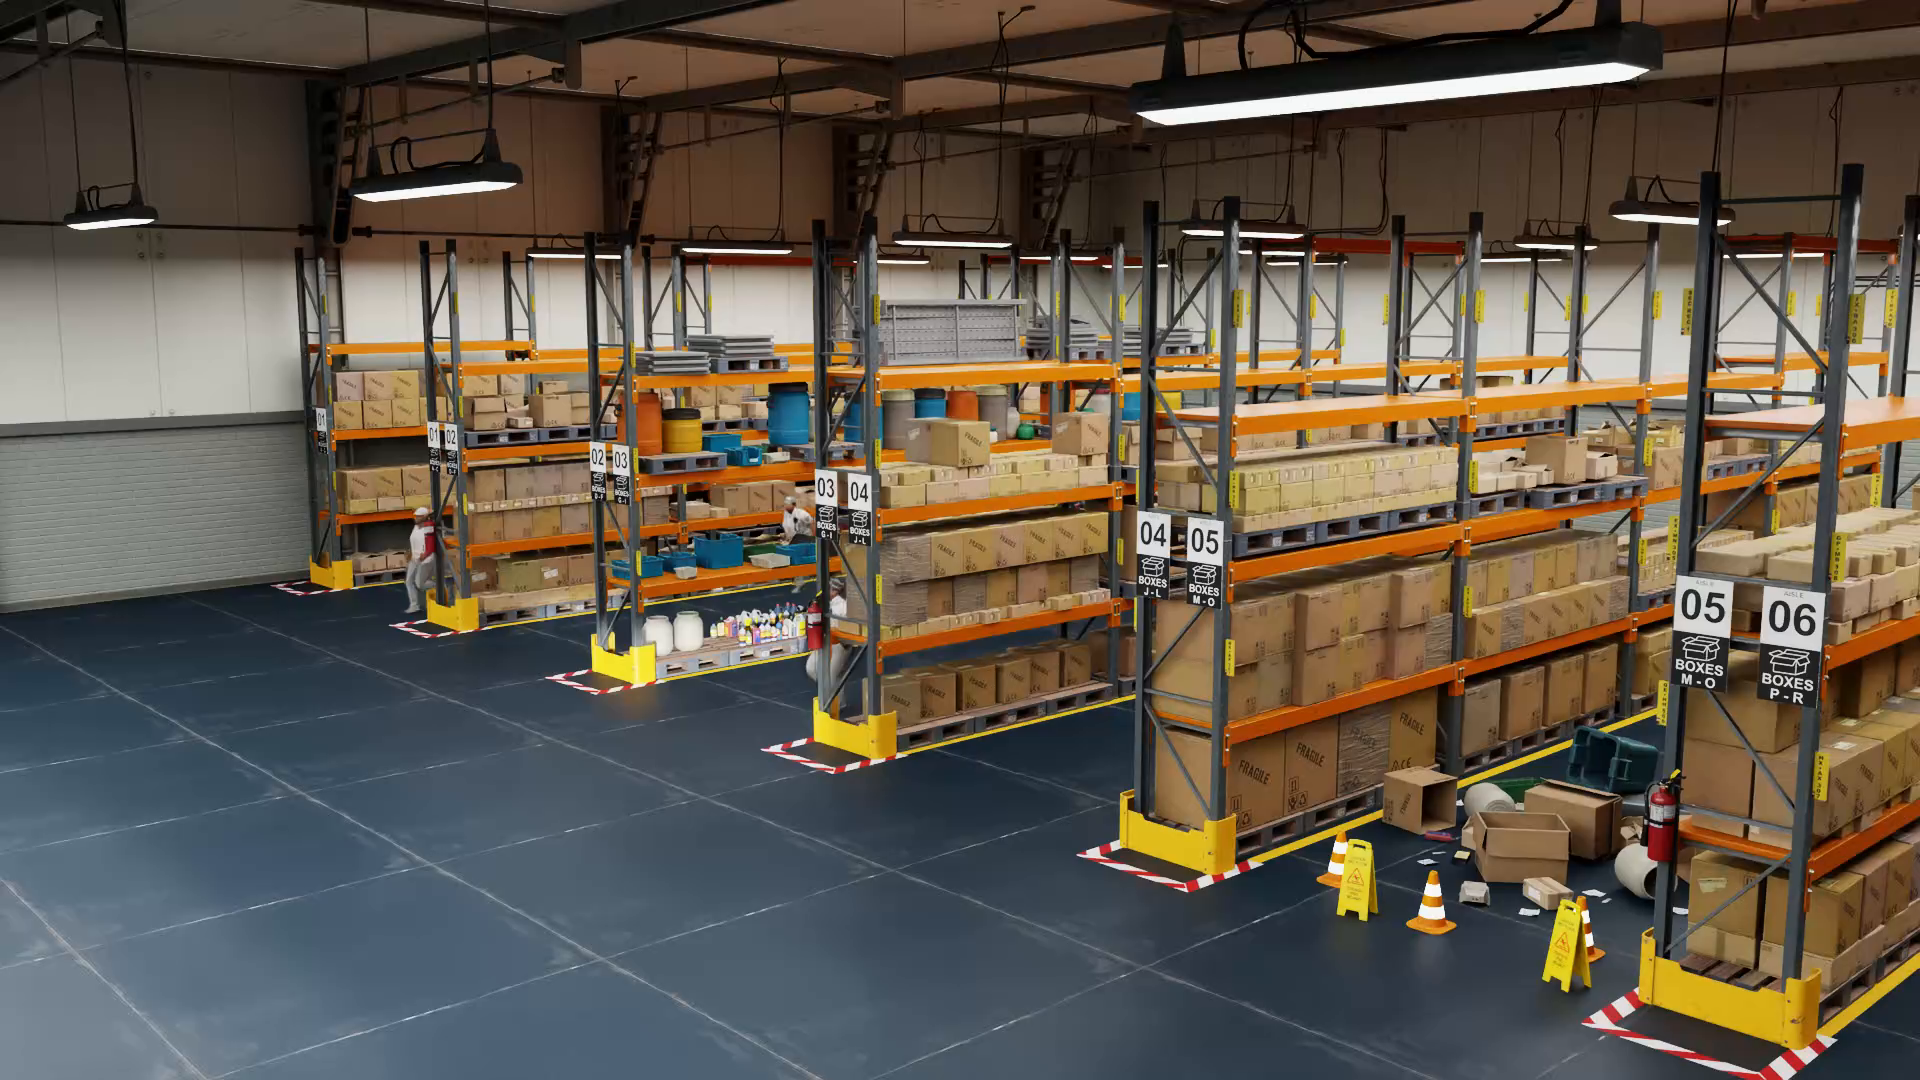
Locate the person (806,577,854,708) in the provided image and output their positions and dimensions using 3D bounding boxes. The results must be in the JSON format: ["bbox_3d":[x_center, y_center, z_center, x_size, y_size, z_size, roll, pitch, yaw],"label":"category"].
[{"bbox_3d":[-1.593,1.299,20.704,0.603,1.740,0.759,-7,11,-39],"label":"person"}]

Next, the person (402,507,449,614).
[{"bbox_3d":[-8.814,0.333,27.335,0.737,1.764,0.745,8,11,42],"label":"person"}]

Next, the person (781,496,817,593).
[{"bbox_3d":[-2.653,0.056,27.576,0.572,1.615,0.759,7,11,41],"label":"person"}]
